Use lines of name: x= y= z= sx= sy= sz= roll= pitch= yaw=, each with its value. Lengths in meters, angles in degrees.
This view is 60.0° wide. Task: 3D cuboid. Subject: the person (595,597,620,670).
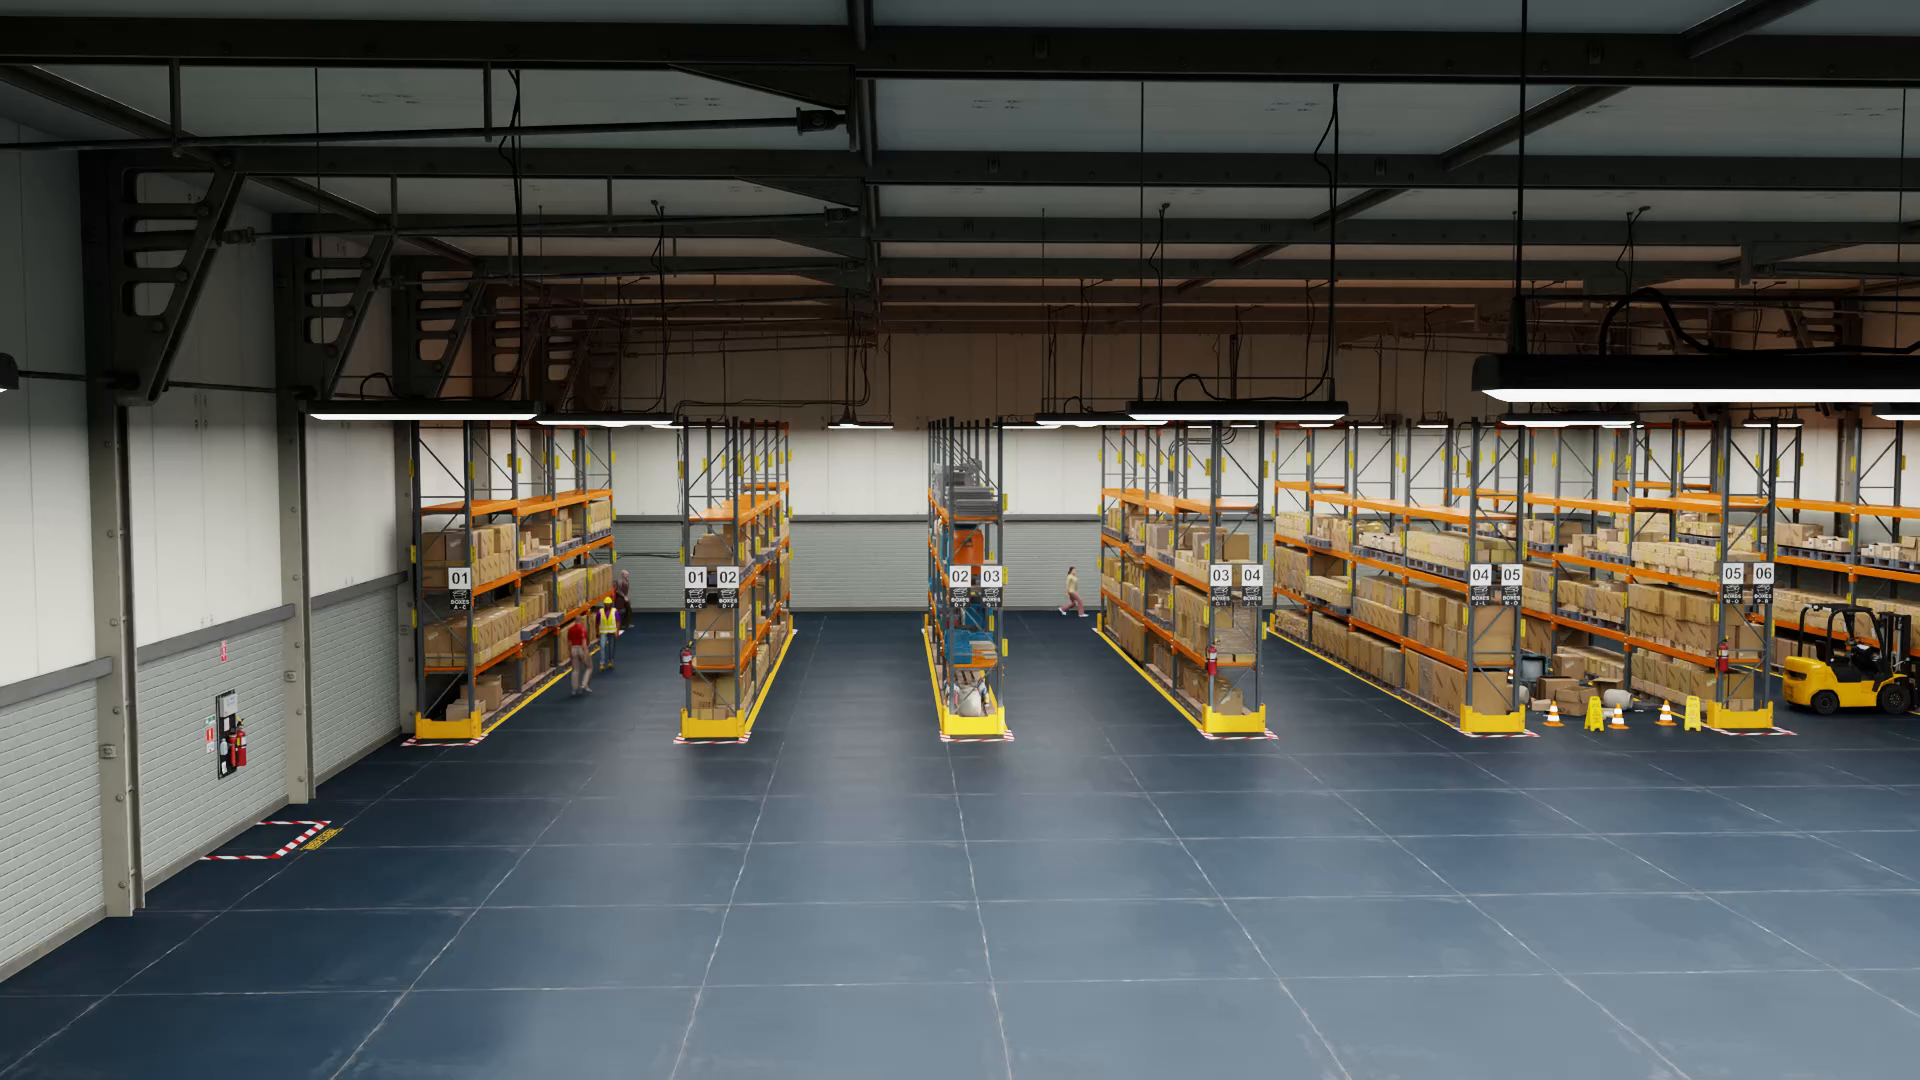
person: x=-8.455 y=2.232 z=39.949 sx=0.584 sy=1.709 sz=0.989 roll=-1 pitch=4 yaw=-15

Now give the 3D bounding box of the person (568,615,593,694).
person: x=-8.315 y=2.496 z=36.270 sx=0.564 sy=1.728 sz=0.526 roll=1 pitch=4 yaw=13

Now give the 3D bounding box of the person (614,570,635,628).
person: x=-9.927 y=1.723 z=48.169 sx=0.878 sy=1.708 sz=0.725 roll=0 pitch=4 yaw=7

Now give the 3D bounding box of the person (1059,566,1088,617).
person: x=3.495 y=1.586 z=51.384 sx=0.986 sy=1.558 sz=0.443 roll=2 pitch=4 yaw=26
